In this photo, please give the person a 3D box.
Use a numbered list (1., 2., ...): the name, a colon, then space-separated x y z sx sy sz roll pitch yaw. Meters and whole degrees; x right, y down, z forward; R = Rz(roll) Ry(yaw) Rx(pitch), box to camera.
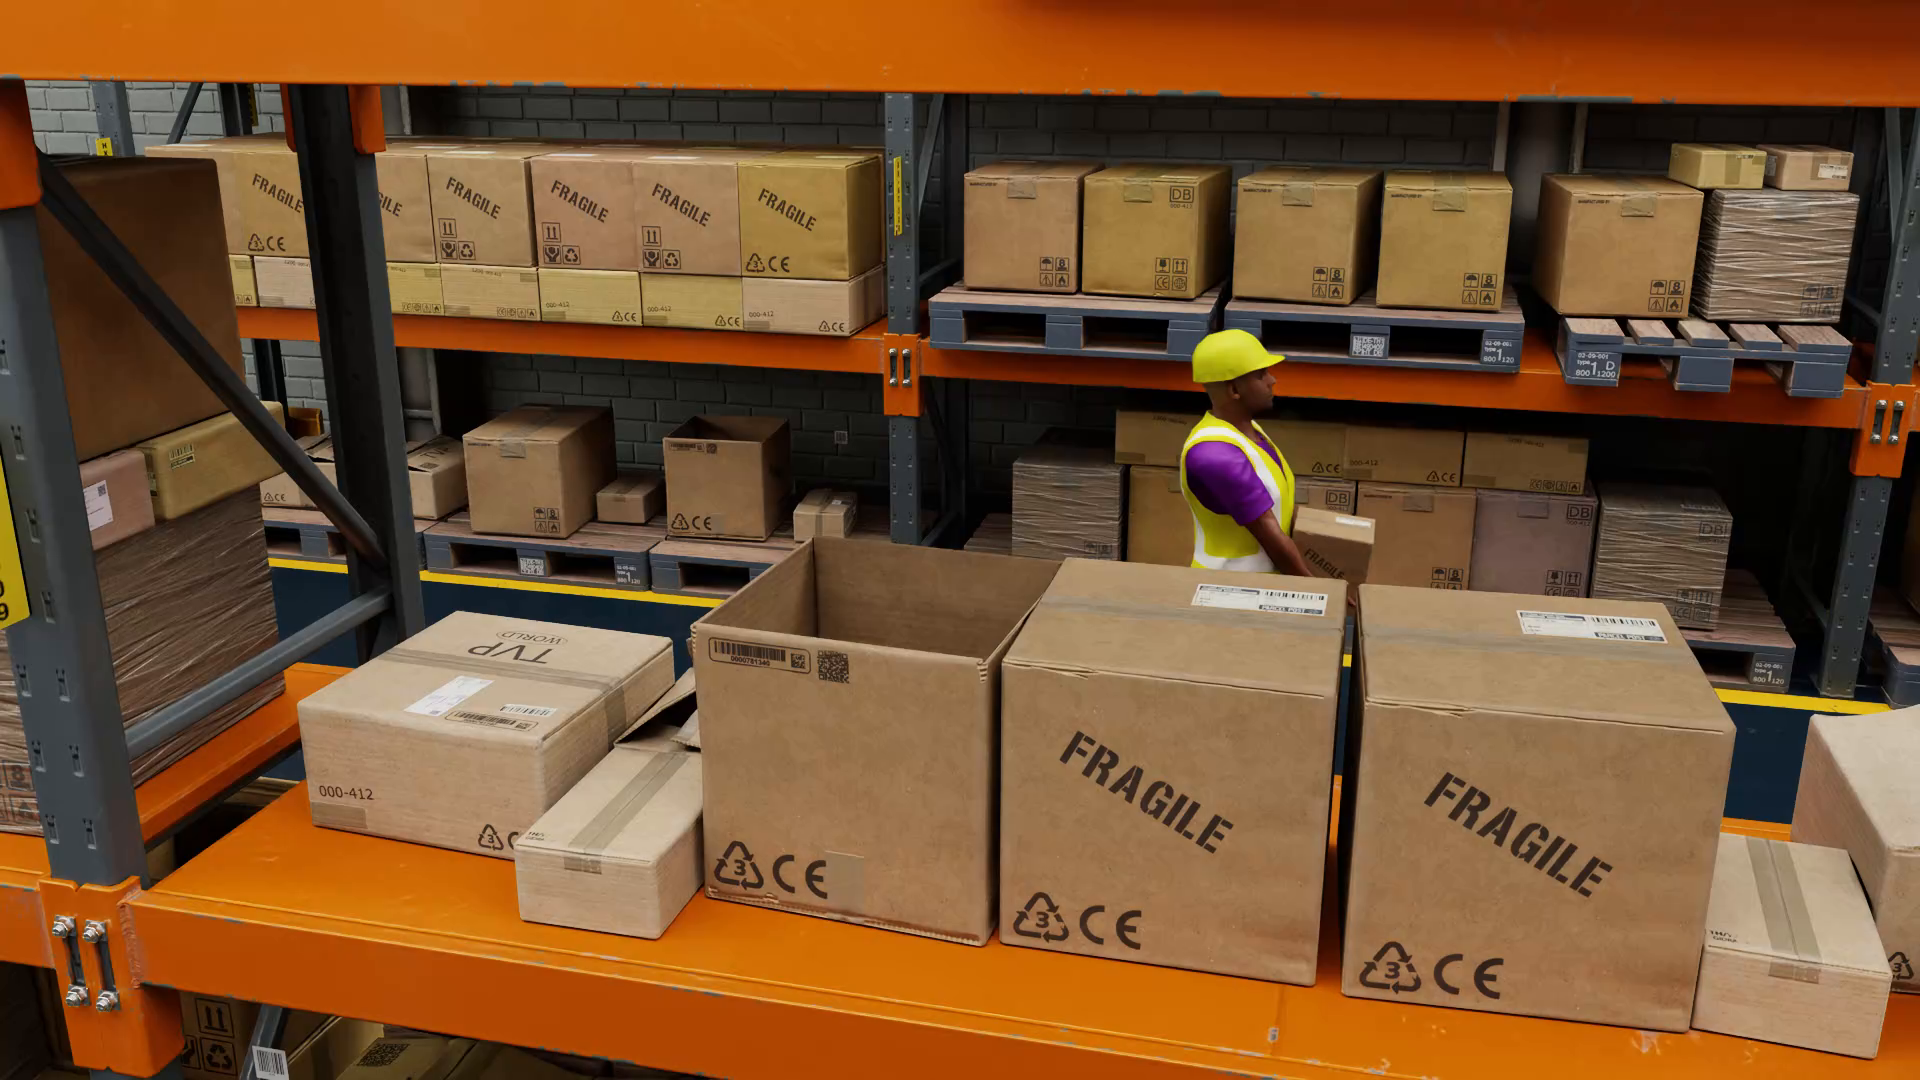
1. person: 1.005 0.193 5.440 0.577 1.761 0.502 5 19 14
